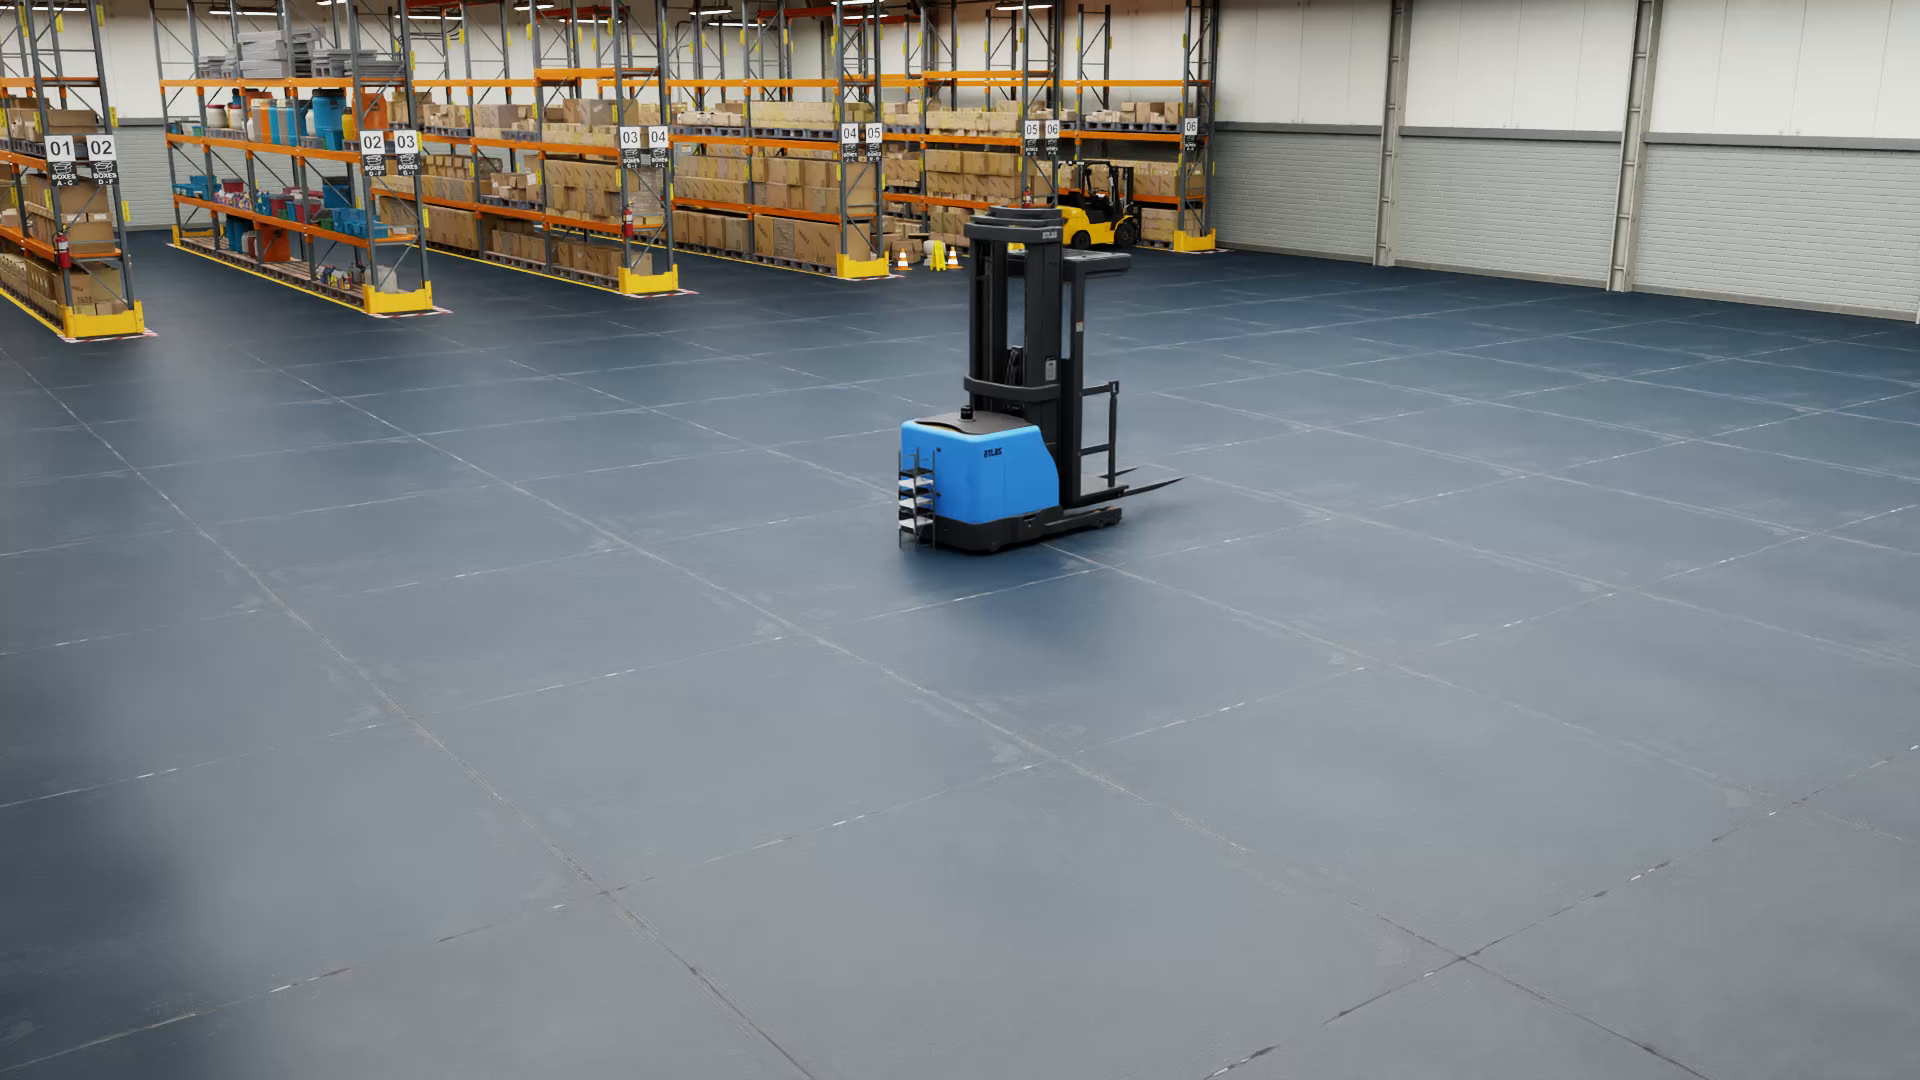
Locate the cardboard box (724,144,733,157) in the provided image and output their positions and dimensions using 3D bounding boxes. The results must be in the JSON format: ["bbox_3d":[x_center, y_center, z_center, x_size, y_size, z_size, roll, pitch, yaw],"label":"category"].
[{"bbox_3d":[-6.607,-11.427,49.060,0.500,0.500,0.500,-11,19,-34],"label":"cardboard box"}]

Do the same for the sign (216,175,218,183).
[{"bbox_3d":[-19.159,-9.228,42.800,0.100,0.325,0.005,-11,19,-35],"label":"sign"}]

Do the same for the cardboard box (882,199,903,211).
[{"bbox_3d":[-2.194,-10.580,51.989,0.700,0.500,0.500,-12,19,-37],"label":"cardboard box"}]

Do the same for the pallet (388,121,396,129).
[{"bbox_3d":[-14.422,-10.816,43.396,1.003,0.211,1.213,-11,19,-35],"label":"pallet"}]

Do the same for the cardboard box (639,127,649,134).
[{"bbox_3d":[-6.155,-8.074,32.740,0.380,0.149,0.250,-11,19,-35],"label":"cardboard box"}]

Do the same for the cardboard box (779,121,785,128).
[{"bbox_3d":[-3.771,-9.189,36.777,0.380,0.149,0.250,-11,19,-34],"label":"cardboard box"}]

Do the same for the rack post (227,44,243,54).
[{"bbox_3d":[-15.428,-10.645,35.948,0.624,0.289,0.986,-11,19,-35],"label":"rack post"}]

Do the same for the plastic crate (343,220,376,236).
[{"bbox_3d":[-11.100,-5.772,30.765,0.499,0.251,0.408,-11,19,-35],"label":"plastic crate"}]

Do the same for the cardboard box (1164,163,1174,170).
[{"bbox_3d":[5.297,-9.318,41.458,0.380,0.149,0.250,-11,19,-34],"label":"cardboard box"}]

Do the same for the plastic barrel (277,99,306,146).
[{"bbox_3d":[-13.398,-8.401,33.457,0.600,0.901,0.600,0,15,0],"label":"plastic barrel"}]

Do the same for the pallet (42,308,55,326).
[{"bbox_3d":[-15.392,-3.948,29.100,1.003,0.211,1.213,-11,19,-35],"label":"pallet"}]

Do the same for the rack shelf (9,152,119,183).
[{"bbox_3d":[-15.371,-6.403,28.467,1.077,0.370,4.000,-11,19,-35],"label":"rack shelf"}]

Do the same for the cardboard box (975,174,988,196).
[{"bbox_3d":[0.712,-8.431,39.444,0.500,0.500,0.500,-11,19,-35],"label":"cardboard box"}]

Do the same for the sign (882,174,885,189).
[{"bbox_3d":[-1.656,-7.701,35.743,0.100,0.325,0.005,-11,19,-35],"label":"sign"}]

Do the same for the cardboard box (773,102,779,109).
[{"bbox_3d":[-3.921,-9.628,36.870,0.380,0.149,0.250,-11,19,-34],"label":"cardboard box"}]

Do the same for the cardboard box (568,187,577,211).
[{"bbox_3d":[-7.677,-7.149,34.762,0.875,0.500,0.500,-11,19,-35],"label":"cardboard box"}]

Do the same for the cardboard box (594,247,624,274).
[{"bbox_3d":[-7.266,-5.804,34.540,0.500,0.500,0.500,-9,18,-29],"label":"cardboard box"}]

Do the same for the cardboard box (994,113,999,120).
[{"bbox_3d":[1.005,-9.862,38.710,0.380,0.149,0.250,-11,19,-34],"label":"cardboard box"}]

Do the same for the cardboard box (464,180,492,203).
[{"bbox_3d":[-11.375,-8.236,39.296,0.500,0.500,0.500,-10,18,-33],"label":"cardboard box"}]

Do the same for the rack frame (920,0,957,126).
[{"bbox_3d":[-0.516,-11.698,40.772,1.000,3.000,0.127,-11,19,-35],"label":"rack frame"}]

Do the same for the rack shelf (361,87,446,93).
[{"bbox_3d":[-14.412,-11.756,43.102,1.077,0.370,4.000,-11,19,-35],"label":"rack shelf"}]

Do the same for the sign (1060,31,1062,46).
[{"bbox_3d":[2.275,-11.417,37.825,0.100,0.325,0.005,-11,19,-35],"label":"sign"}]

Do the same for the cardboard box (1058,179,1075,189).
[{"bbox_3d":[2.989,-9.571,44.647,0.500,0.250,0.500,-10,18,-33],"label":"cardboard box"}]

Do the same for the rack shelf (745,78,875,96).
[{"bbox_3d":[-3.285,-9.942,36.473,1.077,0.370,4.000,-11,19,-35],"label":"rack shelf"}]

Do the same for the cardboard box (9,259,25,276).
[{"bbox_3d":[-17.912,-5.244,31.903,0.500,0.311,0.500,-11,19,-35],"label":"cardboard box"}]

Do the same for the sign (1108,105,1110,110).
[{"bbox_3d":[3.945,-11.397,44.223,0.100,0.325,0.005,-11,19,-35],"label":"sign"}]

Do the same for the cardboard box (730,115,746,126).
[{"bbox_3d":[-5.005,-9.766,38.693,0.500,0.250,0.500,-11,19,-34],"label":"cardboard box"}]

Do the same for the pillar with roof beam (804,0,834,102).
[{"bbox_3d":[-7.897,-15.080,53.125,9.100,9.000,0.548,-11,19,-35],"label":"pillar with roof beam"}]

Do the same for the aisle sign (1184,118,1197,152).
[{"bbox_3d":[5.650,-9.916,40.700,0.394,0.787,0.004,-11,19,-35],"label":"aisle sign"}]

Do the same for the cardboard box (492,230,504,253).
[{"bbox_3d":[-10.474,-6.987,38.825,0.700,0.500,0.500,-12,19,-37],"label":"cardboard box"}]

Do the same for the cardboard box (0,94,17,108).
[{"bbox_3d":[-19.151,-8.655,33.252,0.500,0.500,0.500,-11,19,-35],"label":"cardboard box"}]

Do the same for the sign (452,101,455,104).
[{"bbox_3d":[-12.803,-10.909,41.995,0.100,0.325,0.005,-11,19,-35],"label":"sign"}]

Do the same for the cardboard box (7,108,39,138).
[{"bbox_3d":[-16.464,-7.346,29.303,0.500,0.500,0.500,-9,18,-30],"label":"cardboard box"}]

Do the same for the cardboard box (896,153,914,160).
[{"bbox_3d":[-1.386,-9.721,42.133,0.380,0.149,0.250,-12,19,-36],"label":"cardboard box"}]

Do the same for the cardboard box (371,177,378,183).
[{"bbox_3d":[-15.524,-9.756,44.759,0.500,0.250,0.500,-11,19,-36],"label":"cardboard box"}]

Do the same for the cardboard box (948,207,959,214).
[{"bbox_3d":[-0.059,-8.042,40.542,0.380,0.149,0.250,-10,18,-32],"label":"cardboard box"}]

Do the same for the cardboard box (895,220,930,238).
[{"bbox_3d":[-1.252,-8.005,42.822,0.950,0.372,0.625,-10,18,-31],"label":"cardboard box"}]

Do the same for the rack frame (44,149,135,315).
[{"bbox_3d":[-14.195,-4.876,27.208,1.000,3.000,0.127,-11,19,-35],"label":"rack frame"}]

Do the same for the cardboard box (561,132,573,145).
[{"bbox_3d":[-7.876,-8.285,34.268,0.500,0.250,0.500,-12,19,-37],"label":"cardboard box"}]

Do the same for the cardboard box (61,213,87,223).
[{"bbox_3d":[-14.574,-5.289,27.299,0.380,0.149,0.250,-11,19,-35],"label":"cardboard box"}]

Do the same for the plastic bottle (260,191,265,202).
[{"bbox_3d":[-15.833,-7.749,37.801,0.144,0.351,0.185,-11,19,-35],"label":"plastic bottle"}]

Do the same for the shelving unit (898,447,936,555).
[{"bbox_3d":[-0.378,-0.345,14.630,0.258,0.900,0.210,-14,21,-41],"label":"shelving unit"}]

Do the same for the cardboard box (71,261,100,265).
[{"bbox_3d":[-15.516,-4.688,29.515,0.500,0.500,0.500,-11,19,-35],"label":"cardboard box"}]

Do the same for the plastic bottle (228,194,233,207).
[{"bbox_3d":[-16.597,-7.741,37.912,0.152,0.276,0.135,-11,19,-35],"label":"plastic bottle"}]

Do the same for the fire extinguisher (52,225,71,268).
[{"bbox_3d":[-14.502,-4.741,26.863,0.296,0.674,0.183,-11,19,-35],"label":"fire extinguisher"}]

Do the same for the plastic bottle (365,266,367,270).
[{"bbox_3d":[-11.624,-5.230,32.686,0.144,0.351,0.185,-11,19,-35],"label":"plastic bottle"}]

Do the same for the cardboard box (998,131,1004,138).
[{"bbox_3d":[1.098,-9.419,38.602,0.380,0.149,0.250,-10,18,-33],"label":"cardboard box"}]

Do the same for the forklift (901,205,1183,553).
[{"bbox_3d":[0.882,-1.611,15.410,3.031,2.935,1.130,-14,20,-41],"label":"forklift"}]

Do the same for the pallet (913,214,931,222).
[{"bbox_3d":[-0.698,-9.772,50.378,1.003,0.211,1.213,-11,19,-35],"label":"pallet"}]

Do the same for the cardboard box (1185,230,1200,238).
[{"bbox_3d":[5.718,-7.734,42.063,0.500,0.250,0.500,-11,19,-34],"label":"cardboard box"}]

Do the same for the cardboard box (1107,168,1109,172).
[{"bbox_3d":[4.039,-9.601,43.057,0.380,0.149,0.250,-11,19,-35],"label":"cardboard box"}]

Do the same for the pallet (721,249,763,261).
[{"bbox_3d":[-4.975,-6.823,39.605,1.003,0.211,1.213,-11,19,-35],"label":"pallet"}]

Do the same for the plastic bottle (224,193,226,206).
[{"bbox_3d":[-16.850,-7.816,38.171,0.061,0.283,0.133,-11,19,-35],"label":"plastic bottle"}]

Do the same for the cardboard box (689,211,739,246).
[{"bbox_3d":[-6.011,-7.656,40.834,1.050,0.750,0.750,-11,19,-34],"label":"cardboard box"}]
